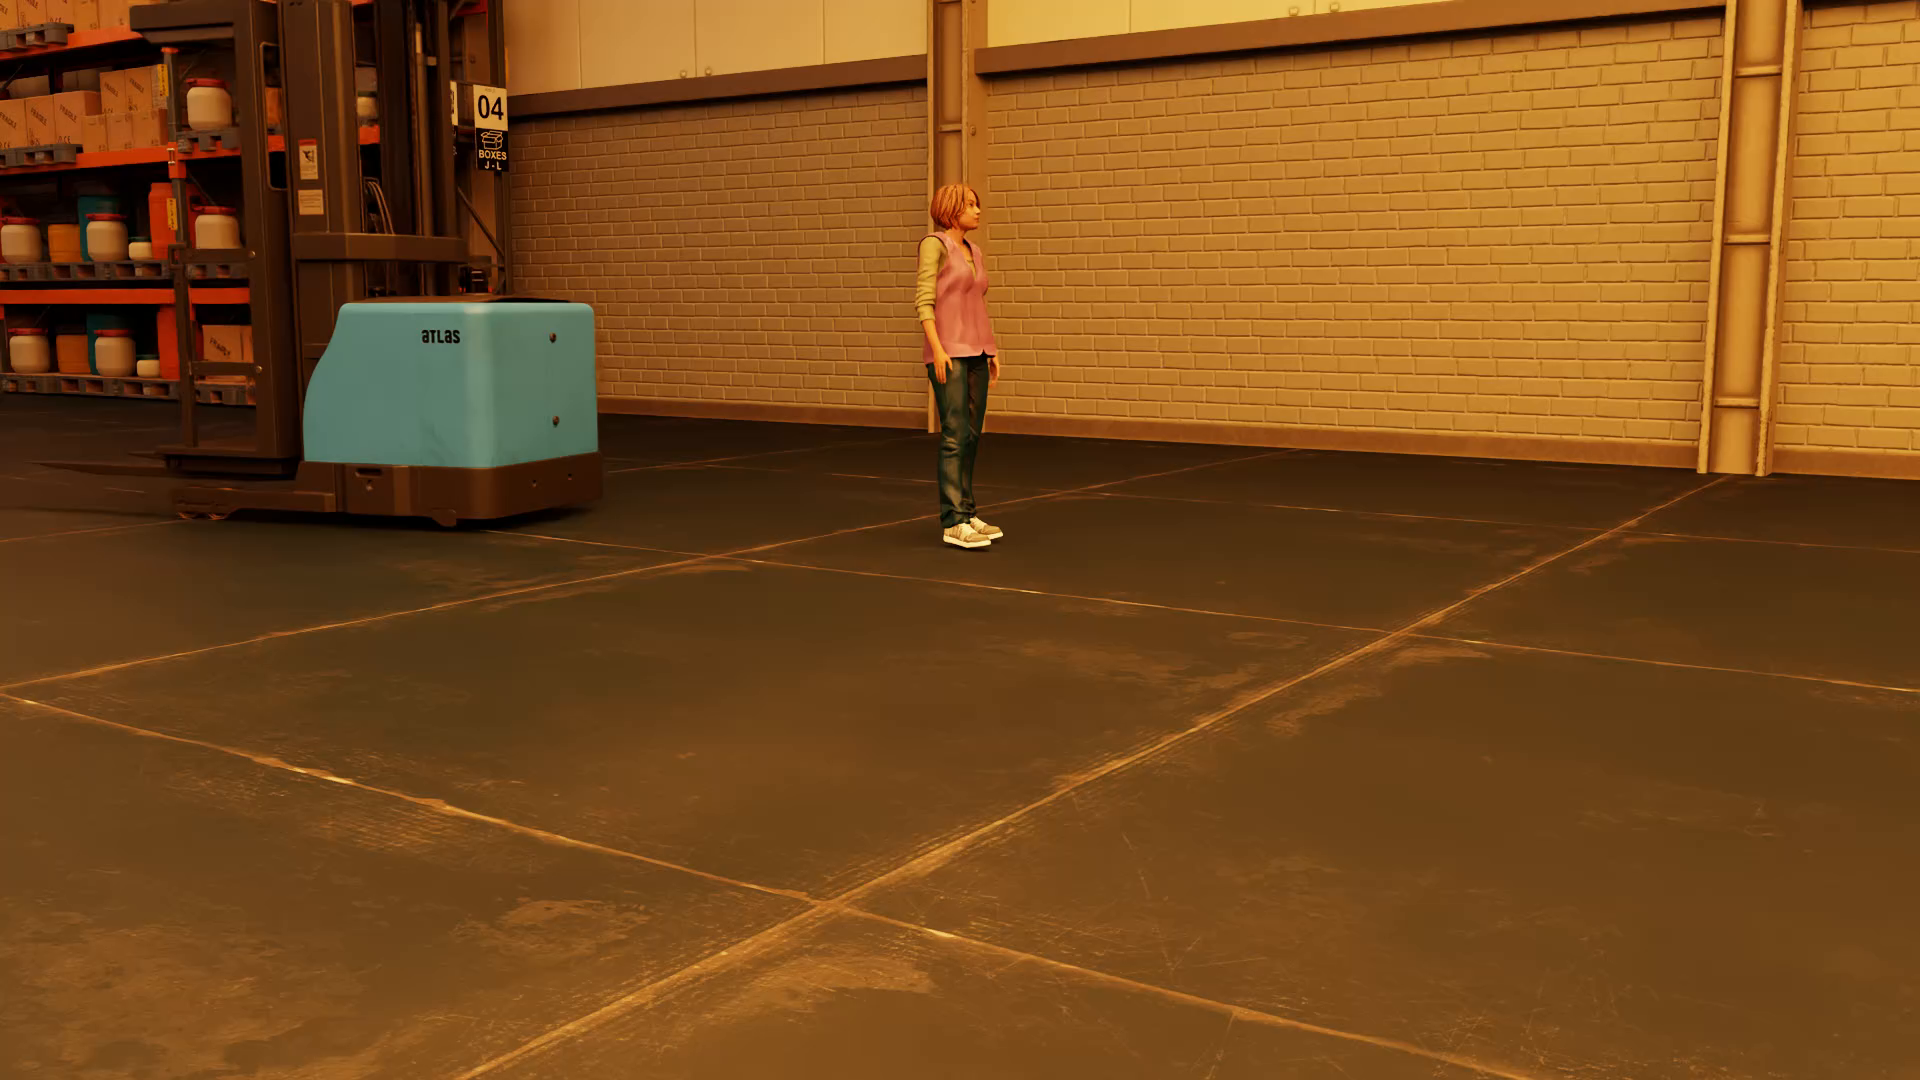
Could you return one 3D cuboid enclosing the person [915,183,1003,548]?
[{"bbox_3d":[0.054,-0.791,7.437,0.473,1.599,0.520,5,10,34],"label":"person"}]

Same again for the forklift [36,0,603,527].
[{"bbox_3d":[-3.430,-1.614,8.544,3.031,2.935,1.130,3,9,20],"label":"forklift"}]
